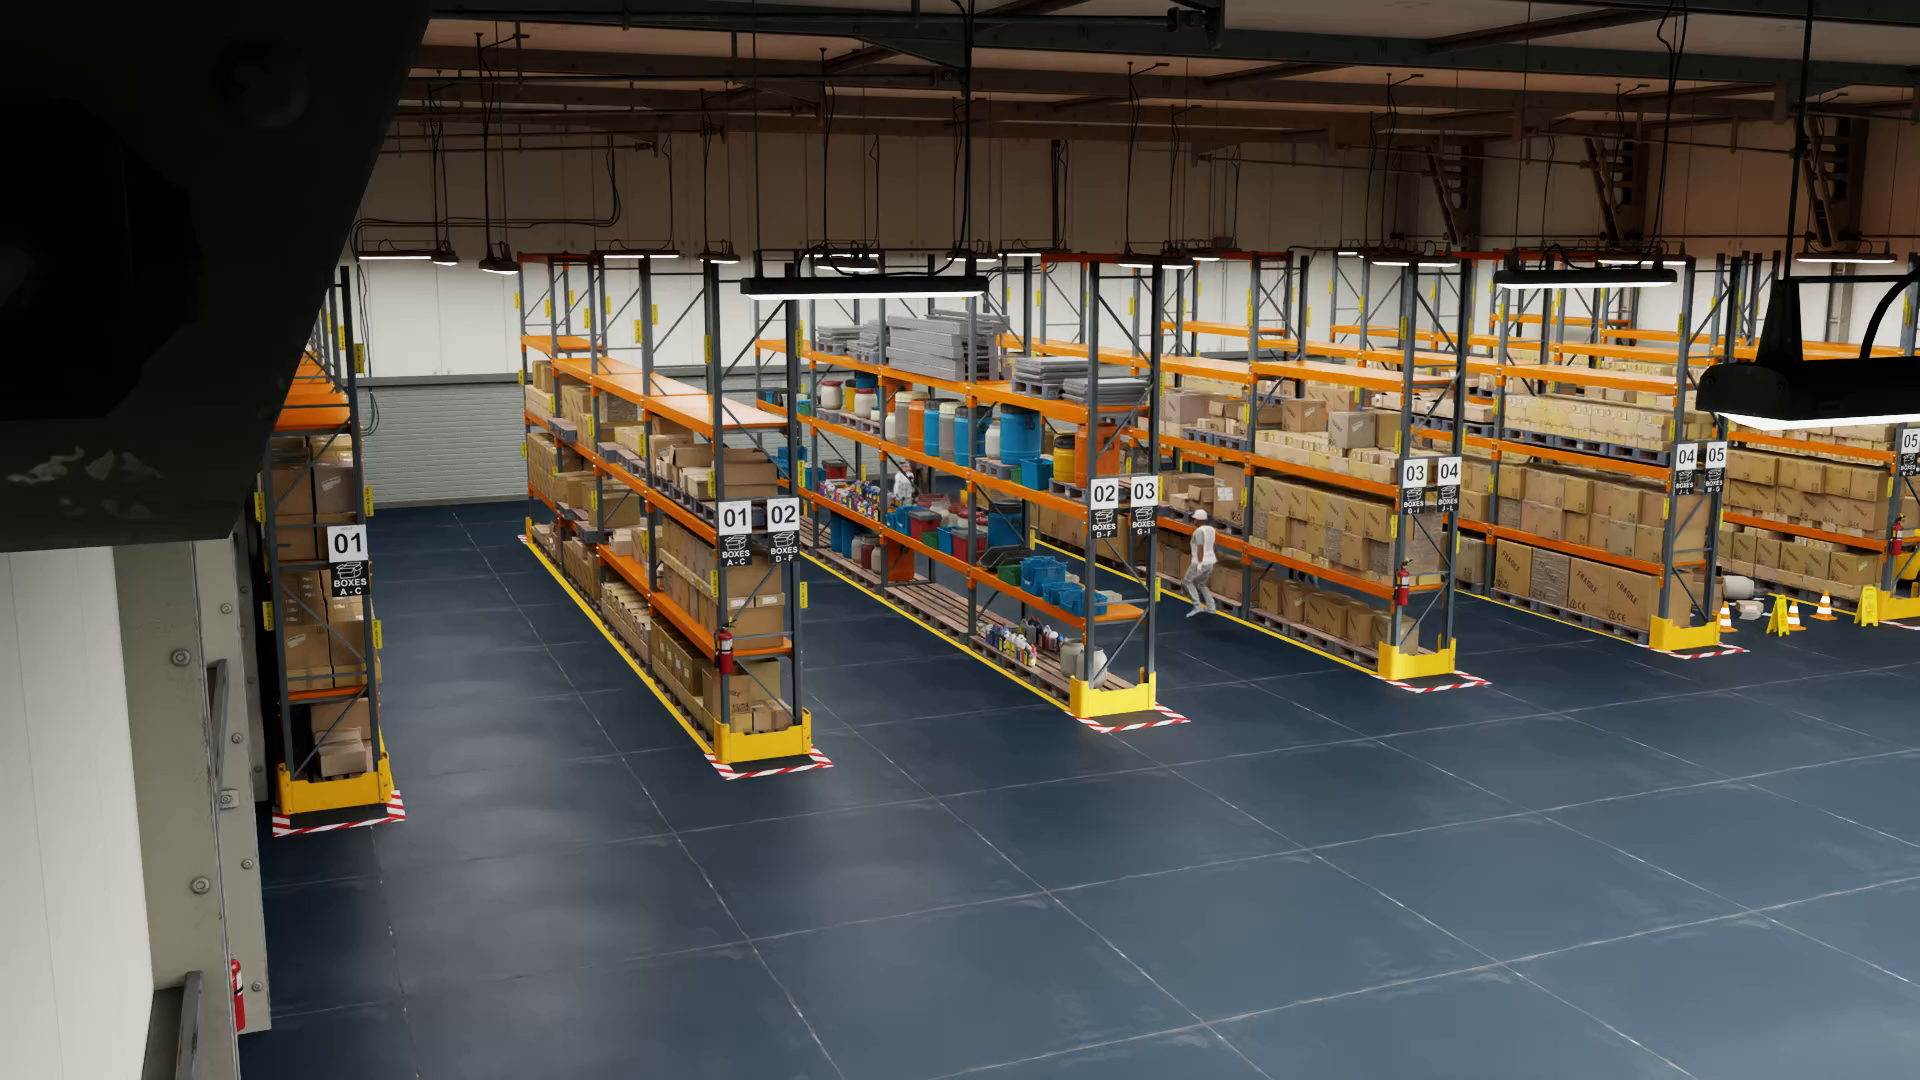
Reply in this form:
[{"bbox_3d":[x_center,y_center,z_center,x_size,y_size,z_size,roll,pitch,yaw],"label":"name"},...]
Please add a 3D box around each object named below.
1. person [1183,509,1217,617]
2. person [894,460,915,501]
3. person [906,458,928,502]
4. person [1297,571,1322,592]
[{"bbox_3d":[3.957,0.383,26.965,0.568,1.754,0.540,-8,13,-39],"label":"person"},{"bbox_3d":[-1.188,-0.912,35.400,0.511,1.614,1.049,-4,11,-23],"label":"person"},{"bbox_3d":[-0.979,-1.672,39.539,0.636,1.642,0.985,-1,10,-5],"label":"person"},{"bbox_3d":[6.300,0.095,29.630,0.596,1.719,1.009,-5,12,-26],"label":"person"}]
